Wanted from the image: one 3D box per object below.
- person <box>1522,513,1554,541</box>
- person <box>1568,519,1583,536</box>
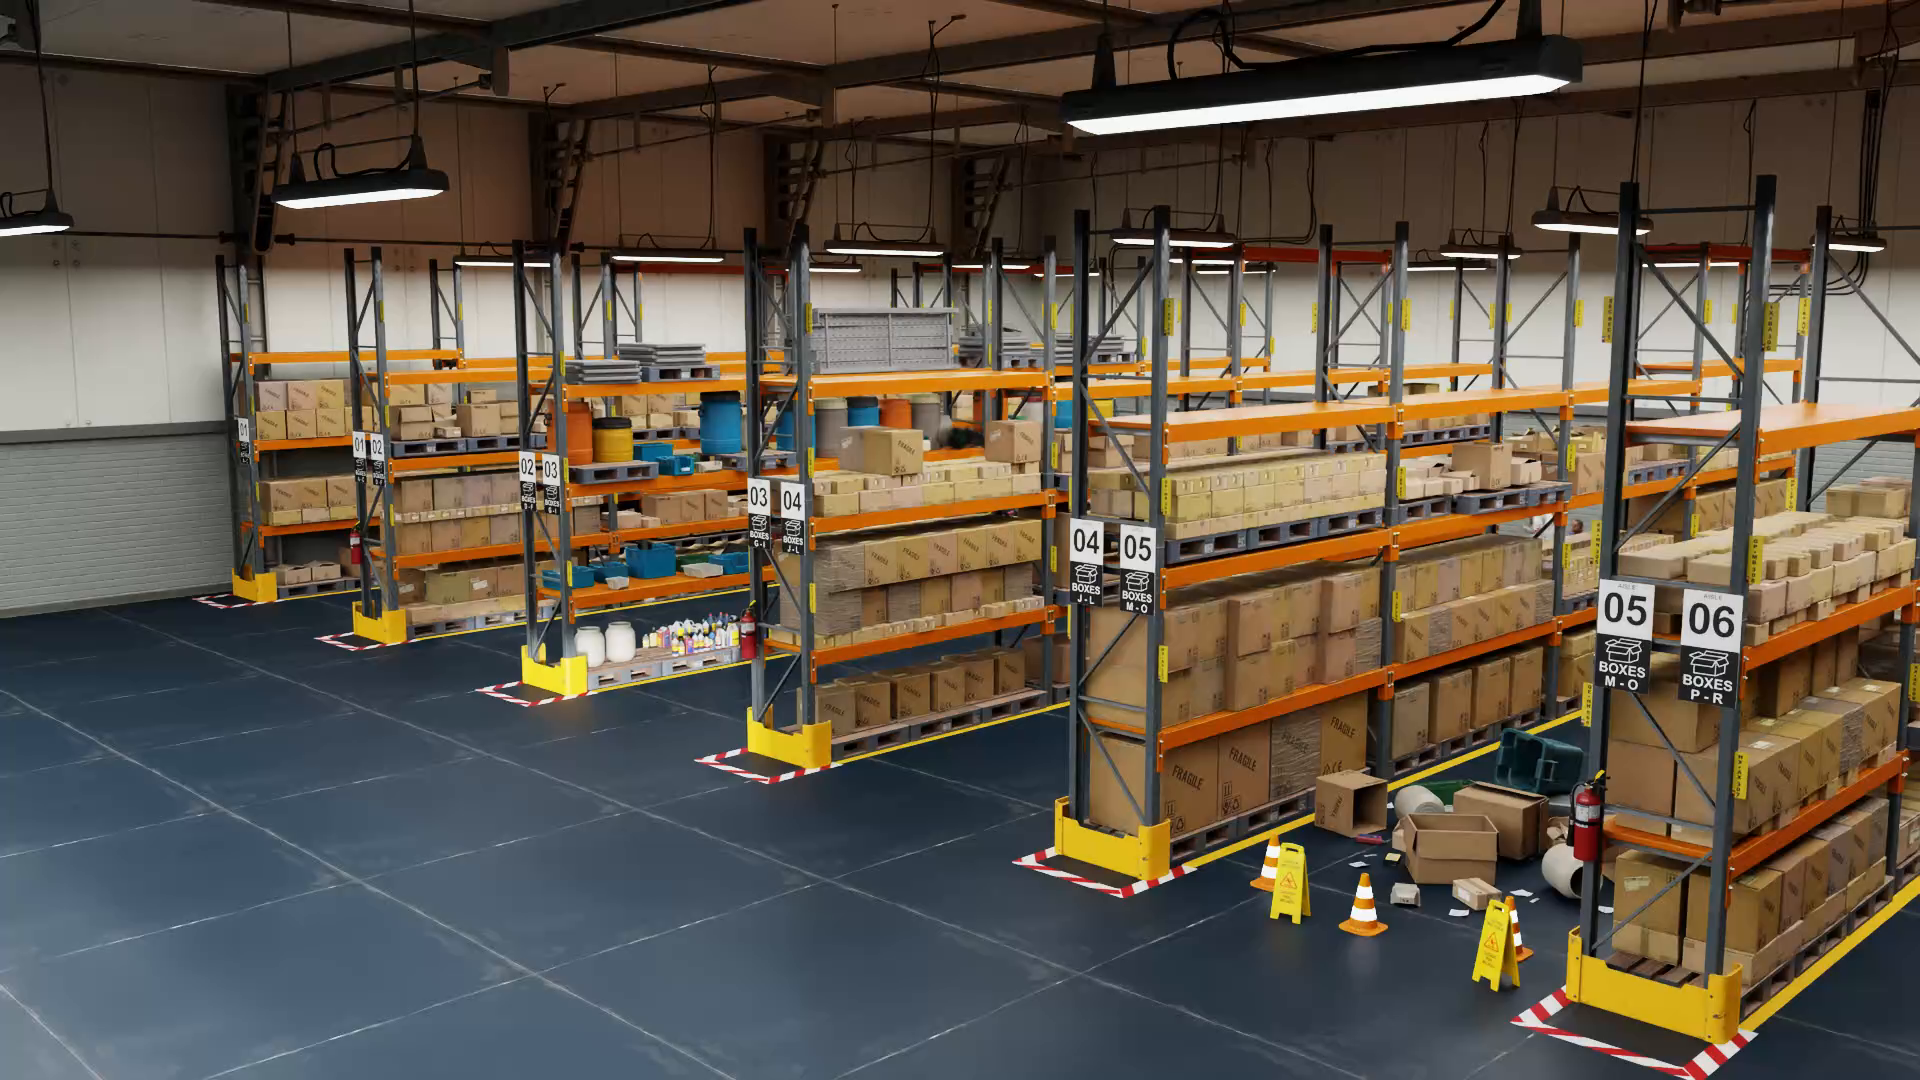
[{"bbox_3d":[10.584,0.026,30.269,0.704,1.754,0.882,1,8,4],"label":"person"},{"bbox_3d":[10.219,0.473,27.502,0.504,1.662,0.787,8,11,44],"label":"person"}]
